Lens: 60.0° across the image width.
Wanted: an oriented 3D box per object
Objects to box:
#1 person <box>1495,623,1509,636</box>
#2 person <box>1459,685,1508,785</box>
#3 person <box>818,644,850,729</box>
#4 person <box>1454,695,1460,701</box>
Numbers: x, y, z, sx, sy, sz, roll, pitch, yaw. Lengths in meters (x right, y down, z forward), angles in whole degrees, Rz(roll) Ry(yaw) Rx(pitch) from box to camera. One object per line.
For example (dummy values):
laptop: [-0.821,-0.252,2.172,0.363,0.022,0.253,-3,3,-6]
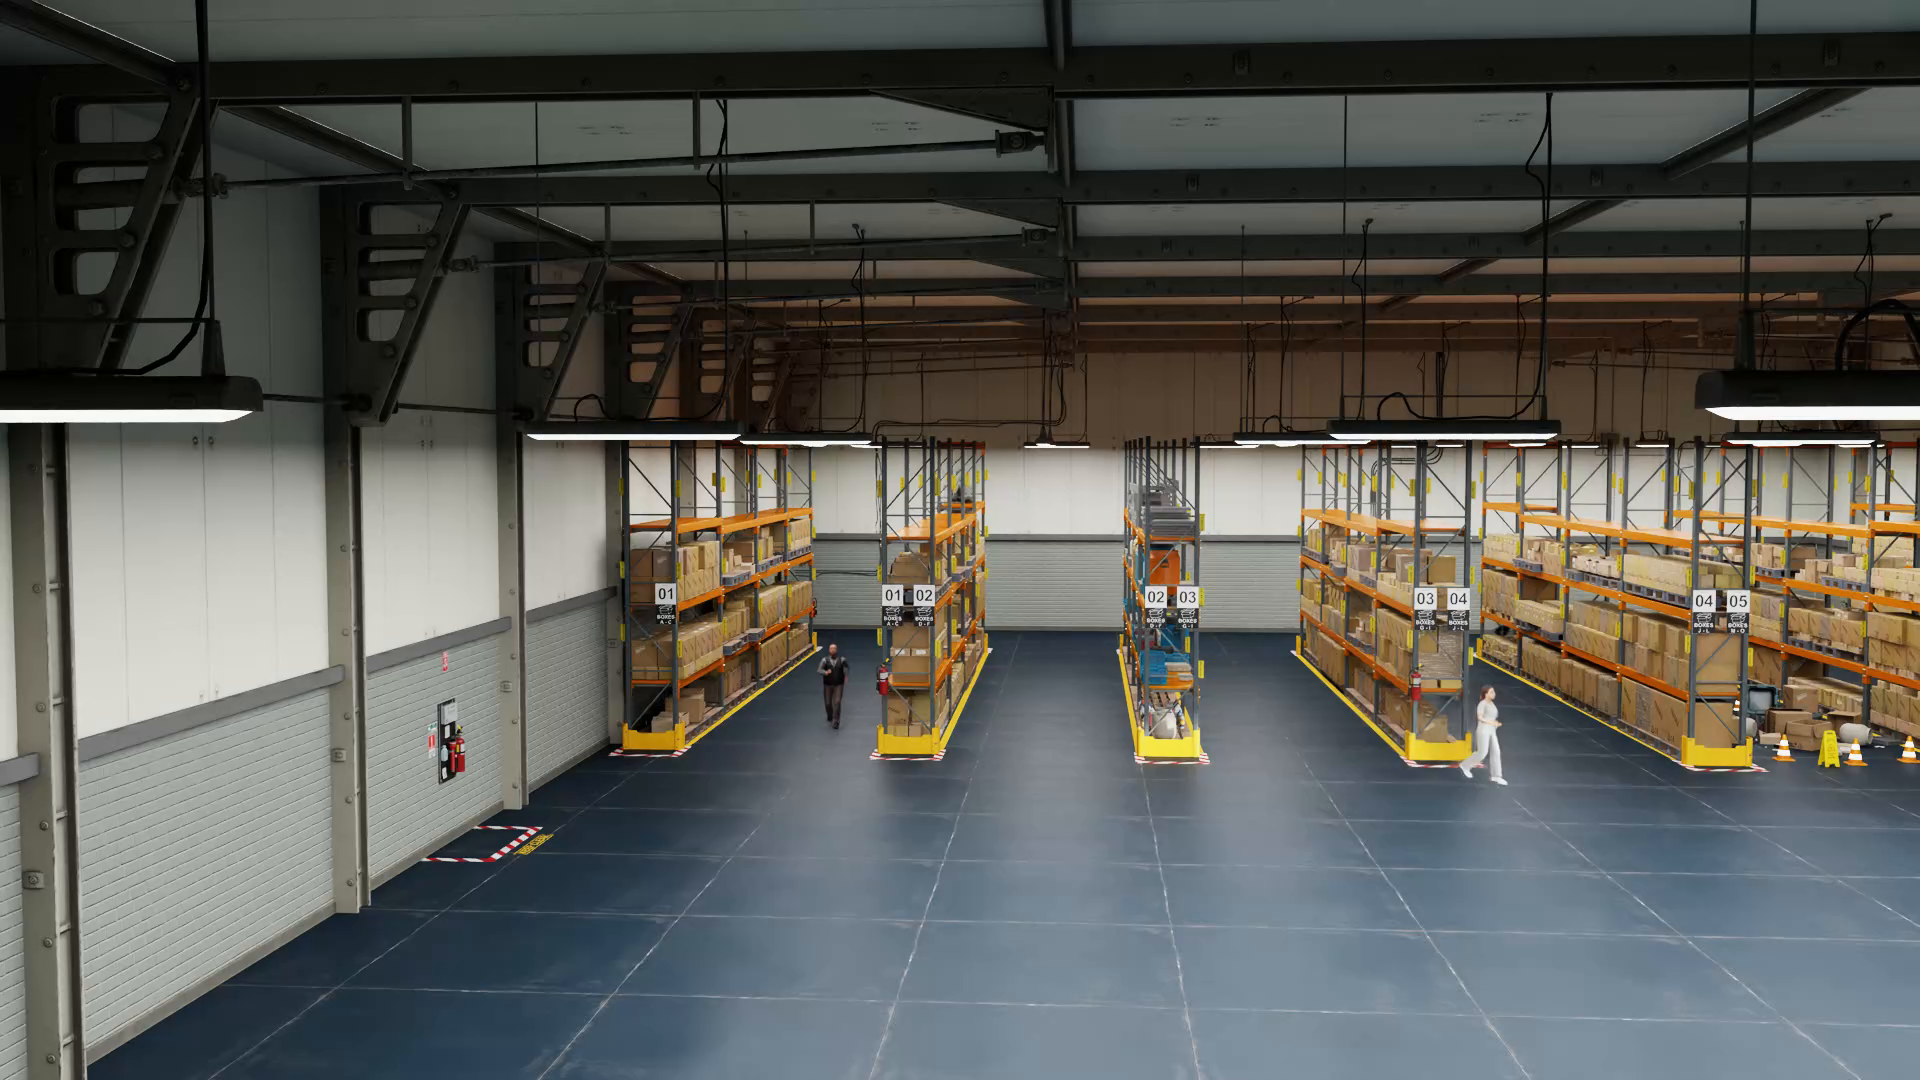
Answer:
person: [15.559,2.417,47.619,0.600,1.532,0.513,-2,4,-38]
person: [9.080,3.345,28.768,0.851,1.685,0.584,3,4,44]
person: [-2.612,3.006,34.388,0.661,1.700,0.963,0,3,-2]
person: [11.308,2.825,38.348,0.576,1.665,0.921,0,3,-2]
